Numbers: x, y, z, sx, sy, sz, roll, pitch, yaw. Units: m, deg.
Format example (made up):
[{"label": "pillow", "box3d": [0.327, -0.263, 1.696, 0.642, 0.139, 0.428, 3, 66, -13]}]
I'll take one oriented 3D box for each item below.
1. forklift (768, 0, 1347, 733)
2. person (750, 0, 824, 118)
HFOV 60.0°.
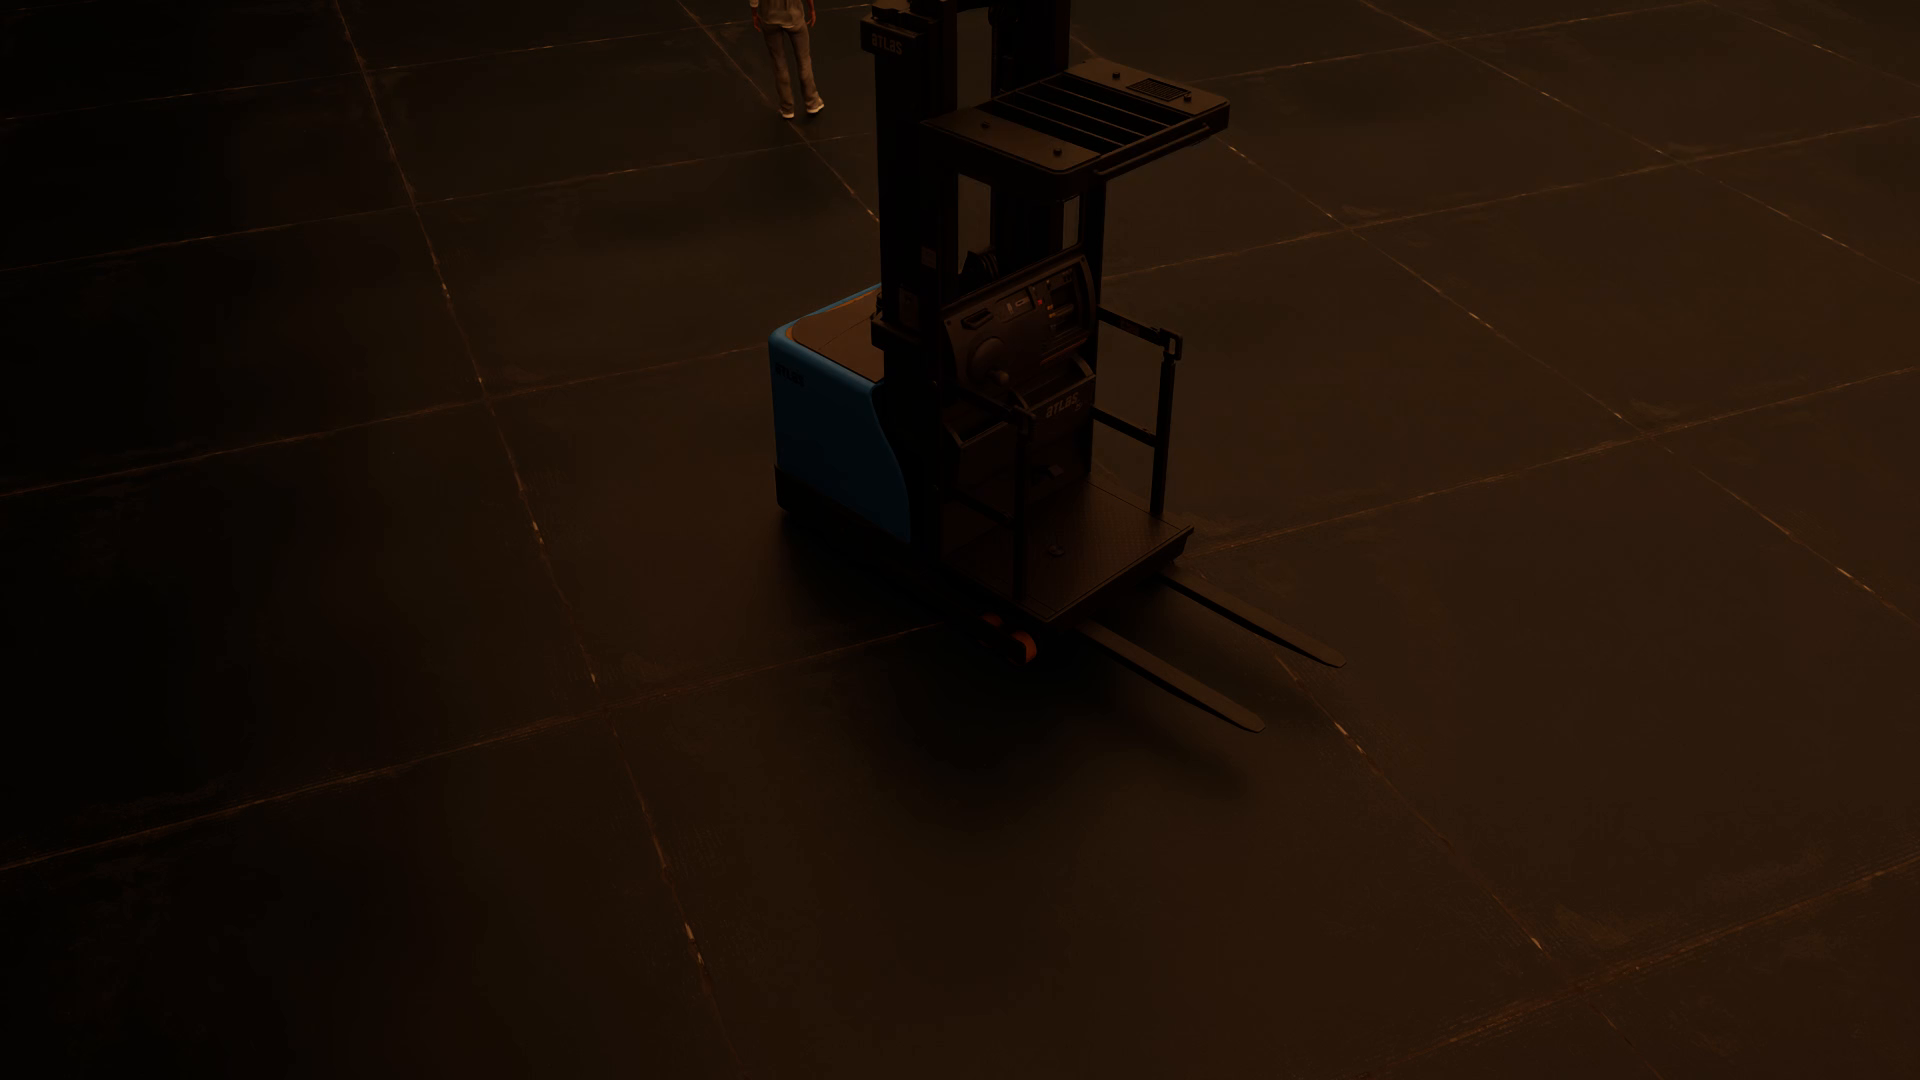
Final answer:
[{"label": "forklift", "box3d": [0.432, -0.946, 7.429, 3.031, 2.935, 1.130, 30, 45, 35]}, {"label": "person", "box3d": [-1.370, -4.098, 13.000, 0.520, 1.597, 0.475, -1, 35, -1]}]
